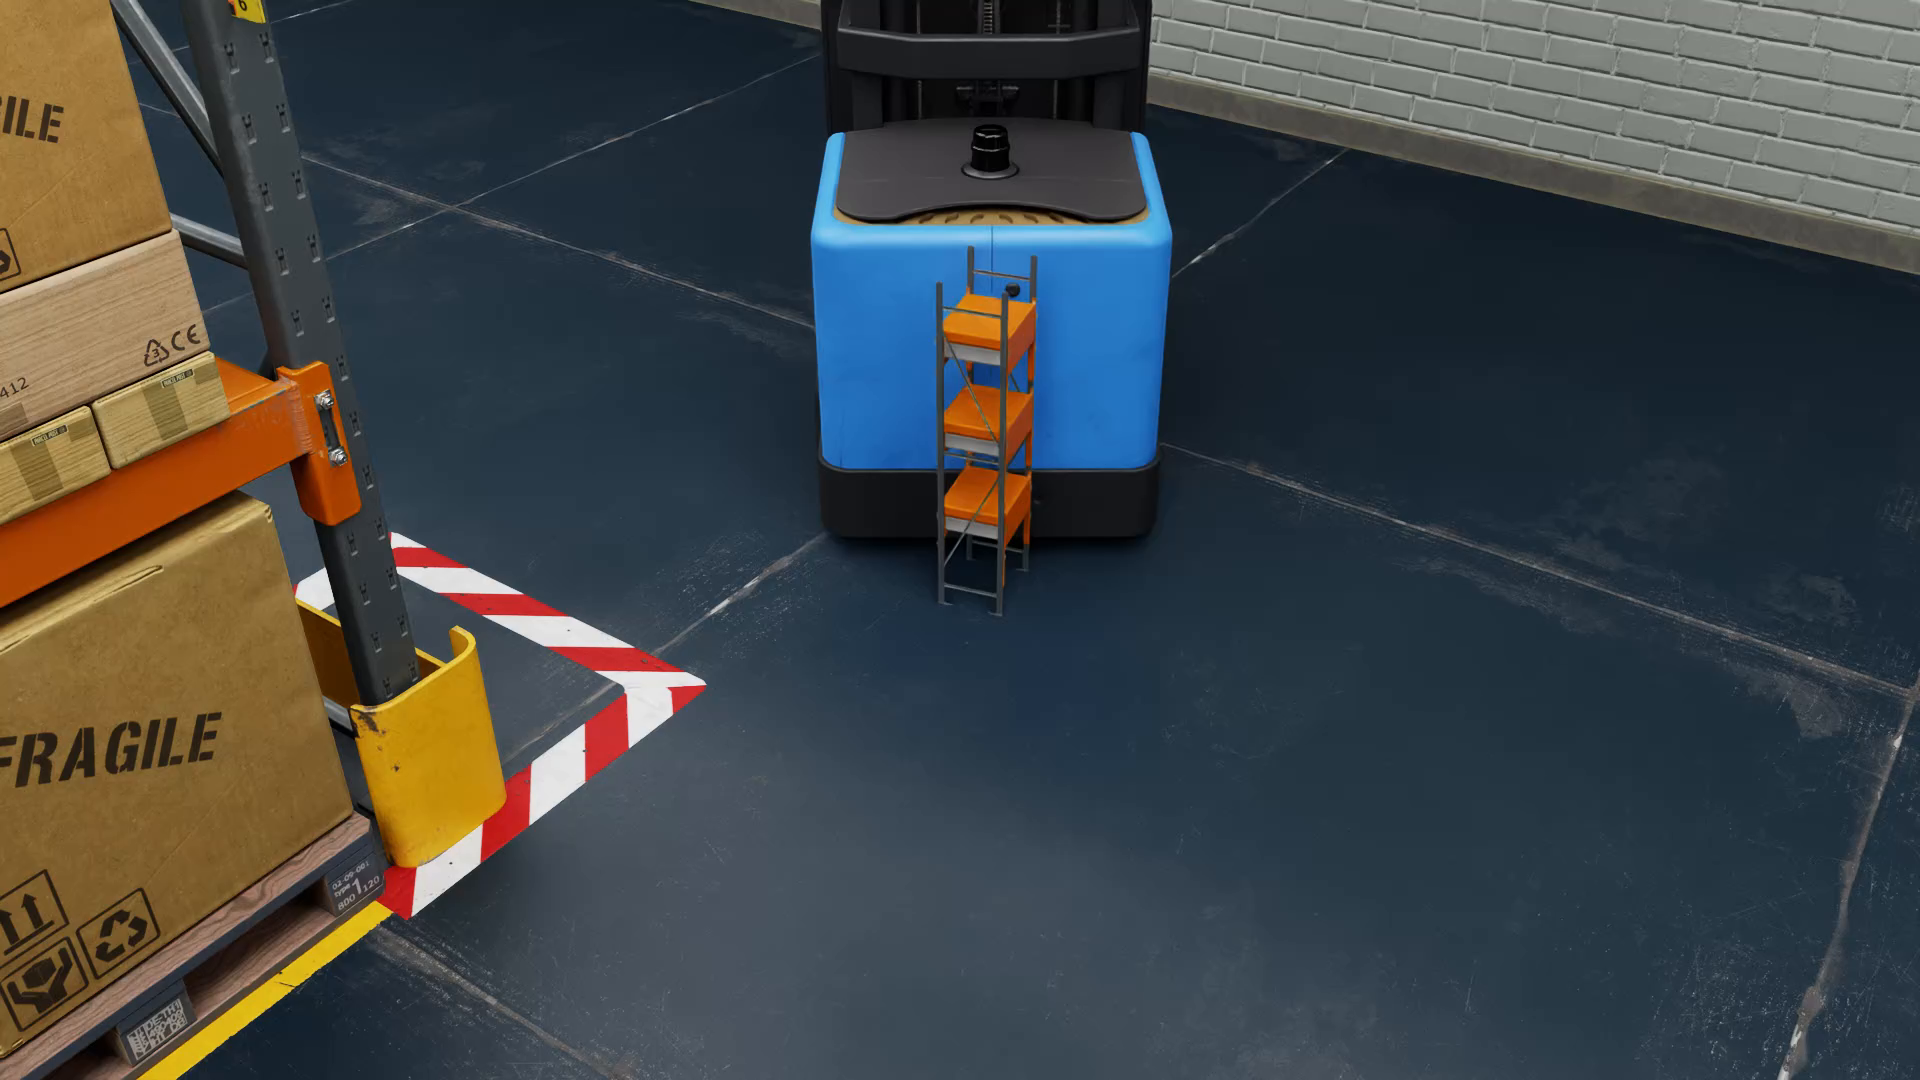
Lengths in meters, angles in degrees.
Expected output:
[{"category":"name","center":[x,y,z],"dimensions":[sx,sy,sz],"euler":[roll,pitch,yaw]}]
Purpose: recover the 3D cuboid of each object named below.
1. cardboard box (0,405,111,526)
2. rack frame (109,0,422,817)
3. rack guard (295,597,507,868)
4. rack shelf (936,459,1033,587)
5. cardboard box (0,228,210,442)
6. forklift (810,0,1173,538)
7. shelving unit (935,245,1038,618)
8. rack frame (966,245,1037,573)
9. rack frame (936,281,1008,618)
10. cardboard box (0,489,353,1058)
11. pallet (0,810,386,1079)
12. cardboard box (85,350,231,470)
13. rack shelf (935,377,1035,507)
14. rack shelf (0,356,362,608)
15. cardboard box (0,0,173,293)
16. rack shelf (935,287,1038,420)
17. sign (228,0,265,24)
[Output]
[{"category":"cardboard box","center":[-1.808,-0.187,3.073],"dimensions":[0.380,0.149,0.250],"euler":[22,40,29]},{"category":"rack frame","center":[-1.729,-0.680,3.578],"dimensions":[1.000,3.000,0.127],"euler":[21,39,28]},{"category":"rack guard","center":[-1.715,0.344,4.295],"dimensions":[1.175,0.500,0.348],"euler":[21,39,28]},{"category":"rack shelf","center":[0.073,-0.052,4.904],"dimensions":[0.215,0.259,0.240],"euler":[12,36,17]},{"category":"cardboard box","center":[-1.787,-0.434,3.082],"dimensions":[0.500,0.250,0.500],"euler":[21,39,27]},{"category":"forklift","center":[0.085,-2.010,5.606],"dimensions":[1.130,2.935,3.031],"euler":[0,34,0]},{"category":"shelving unit","center":[0.073,-0.291,4.743],"dimensions":[0.215,1.050,0.252],"euler":[12,36,17]},{"category":"rack frame","center":[0.115,-0.355,4.838],"dimensions":[0.200,1.050,0.008],"euler":[12,36,17]},{"category":"rack frame","center":[0.031,-0.227,4.648],"dimensions":[0.200,1.050,0.008],"euler":[12,36,17]},{"category":"cardboard box","center":[-2.028,0.346,3.583],"dimensions":[0.875,0.875,0.875],"euler":[21,39,28]},{"category":"pallet","center":[-2.120,0.868,3.778],"dimensions":[1.003,0.211,1.213],"euler":[21,39,28]},{"category":"cardboard box","center":[-1.661,-0.307,3.251],"dimensions":[0.380,0.149,0.250],"euler":[22,40,29]},{"category":"rack shelf","center":[0.073,-0.282,4.749],"dimensions":[0.215,0.259,0.240],"euler":[12,36,17]},{"category":"rack shelf","center":[-2.869,0.538,2.419],"dimensions":[1.077,0.370,4.000],"euler":[21,39,28]},{"category":"cardboard box","center":[-1.791,-0.744,2.871],"dimensions":[0.500,0.500,0.500],"euler":[22,40,29]},{"category":"rack shelf","center":[0.073,-0.517,4.590],"dimensions":[0.215,0.259,0.240],"euler":[12,36,17]},{"category":"sign","center":[-1.291,-1.078,2.922],"dimensions":[0.100,0.325,0.005],"euler":[21,39,28]}]
